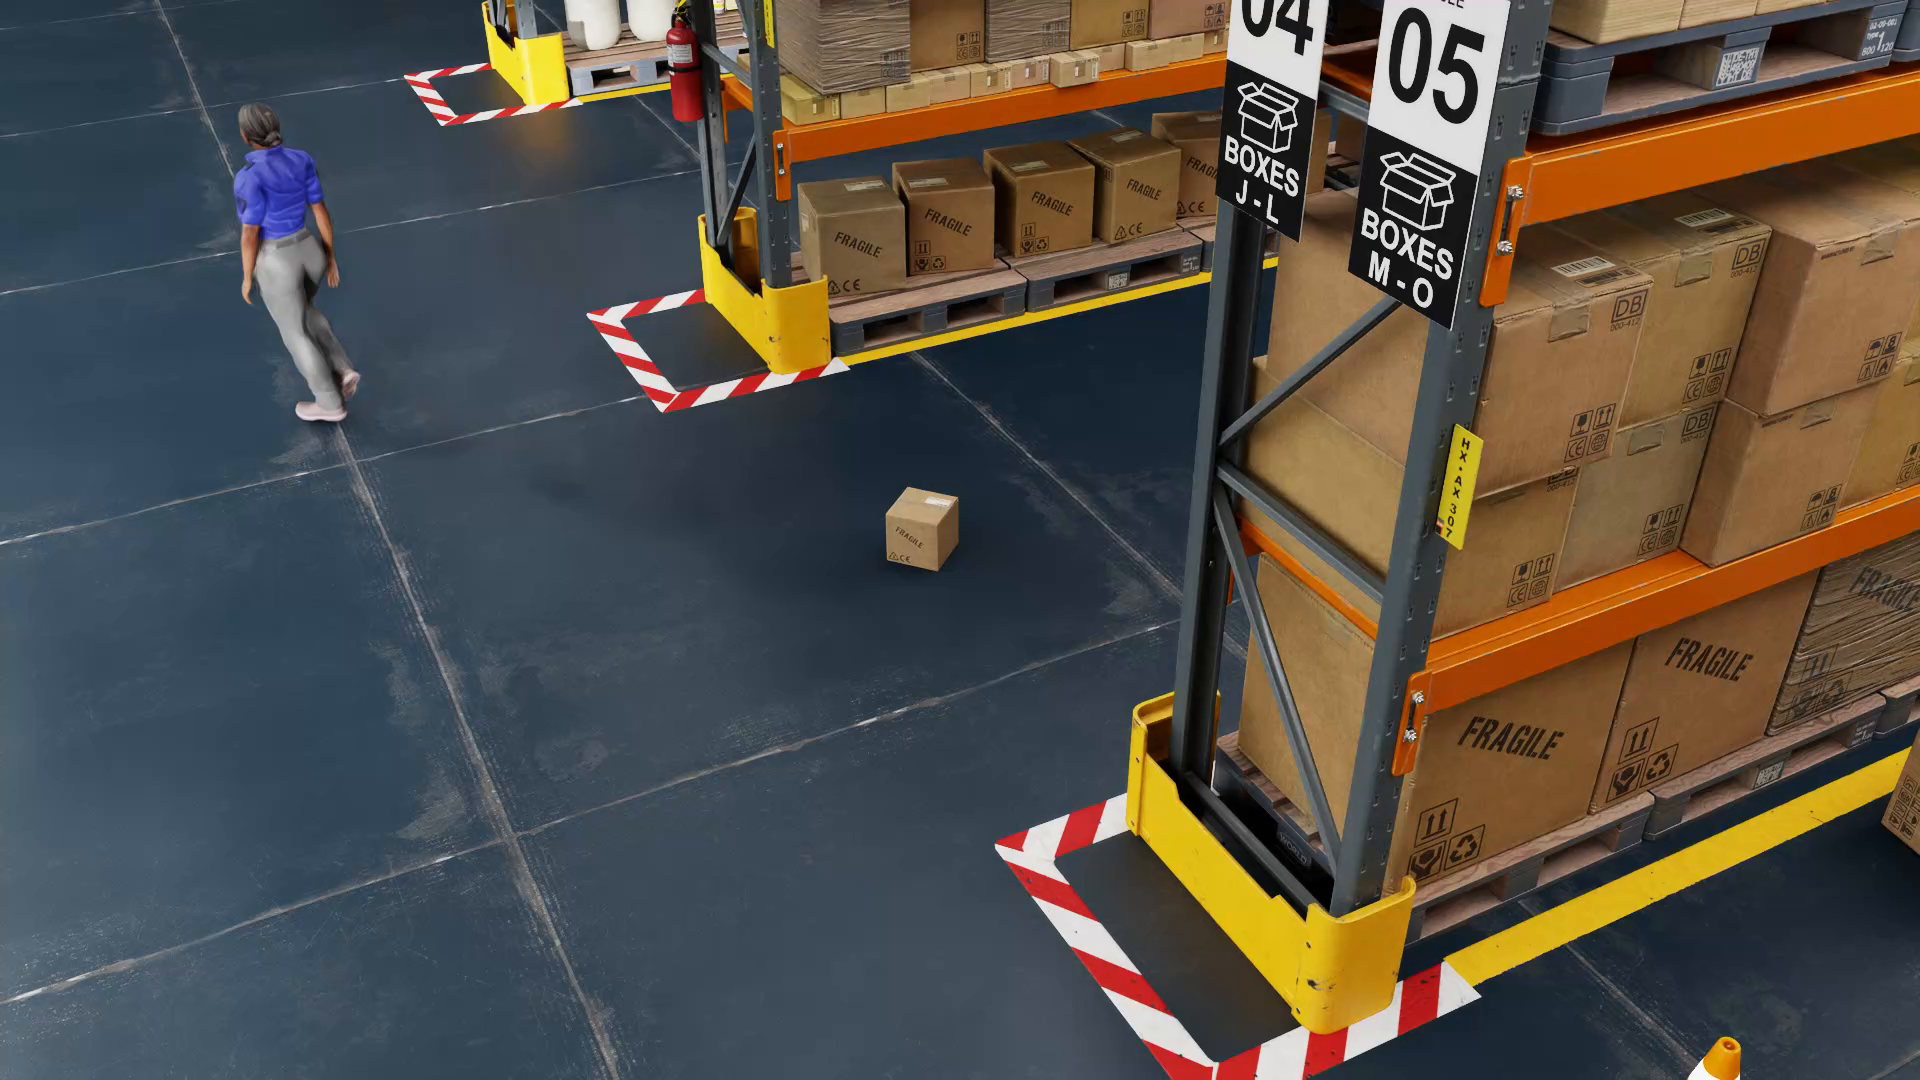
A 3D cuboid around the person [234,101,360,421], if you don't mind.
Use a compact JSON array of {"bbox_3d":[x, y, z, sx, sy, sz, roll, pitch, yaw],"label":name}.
[{"bbox_3d":[-3.330,-1.350,8.177,0.424,1.668,0.454,15,36,22],"label":"person"}]
